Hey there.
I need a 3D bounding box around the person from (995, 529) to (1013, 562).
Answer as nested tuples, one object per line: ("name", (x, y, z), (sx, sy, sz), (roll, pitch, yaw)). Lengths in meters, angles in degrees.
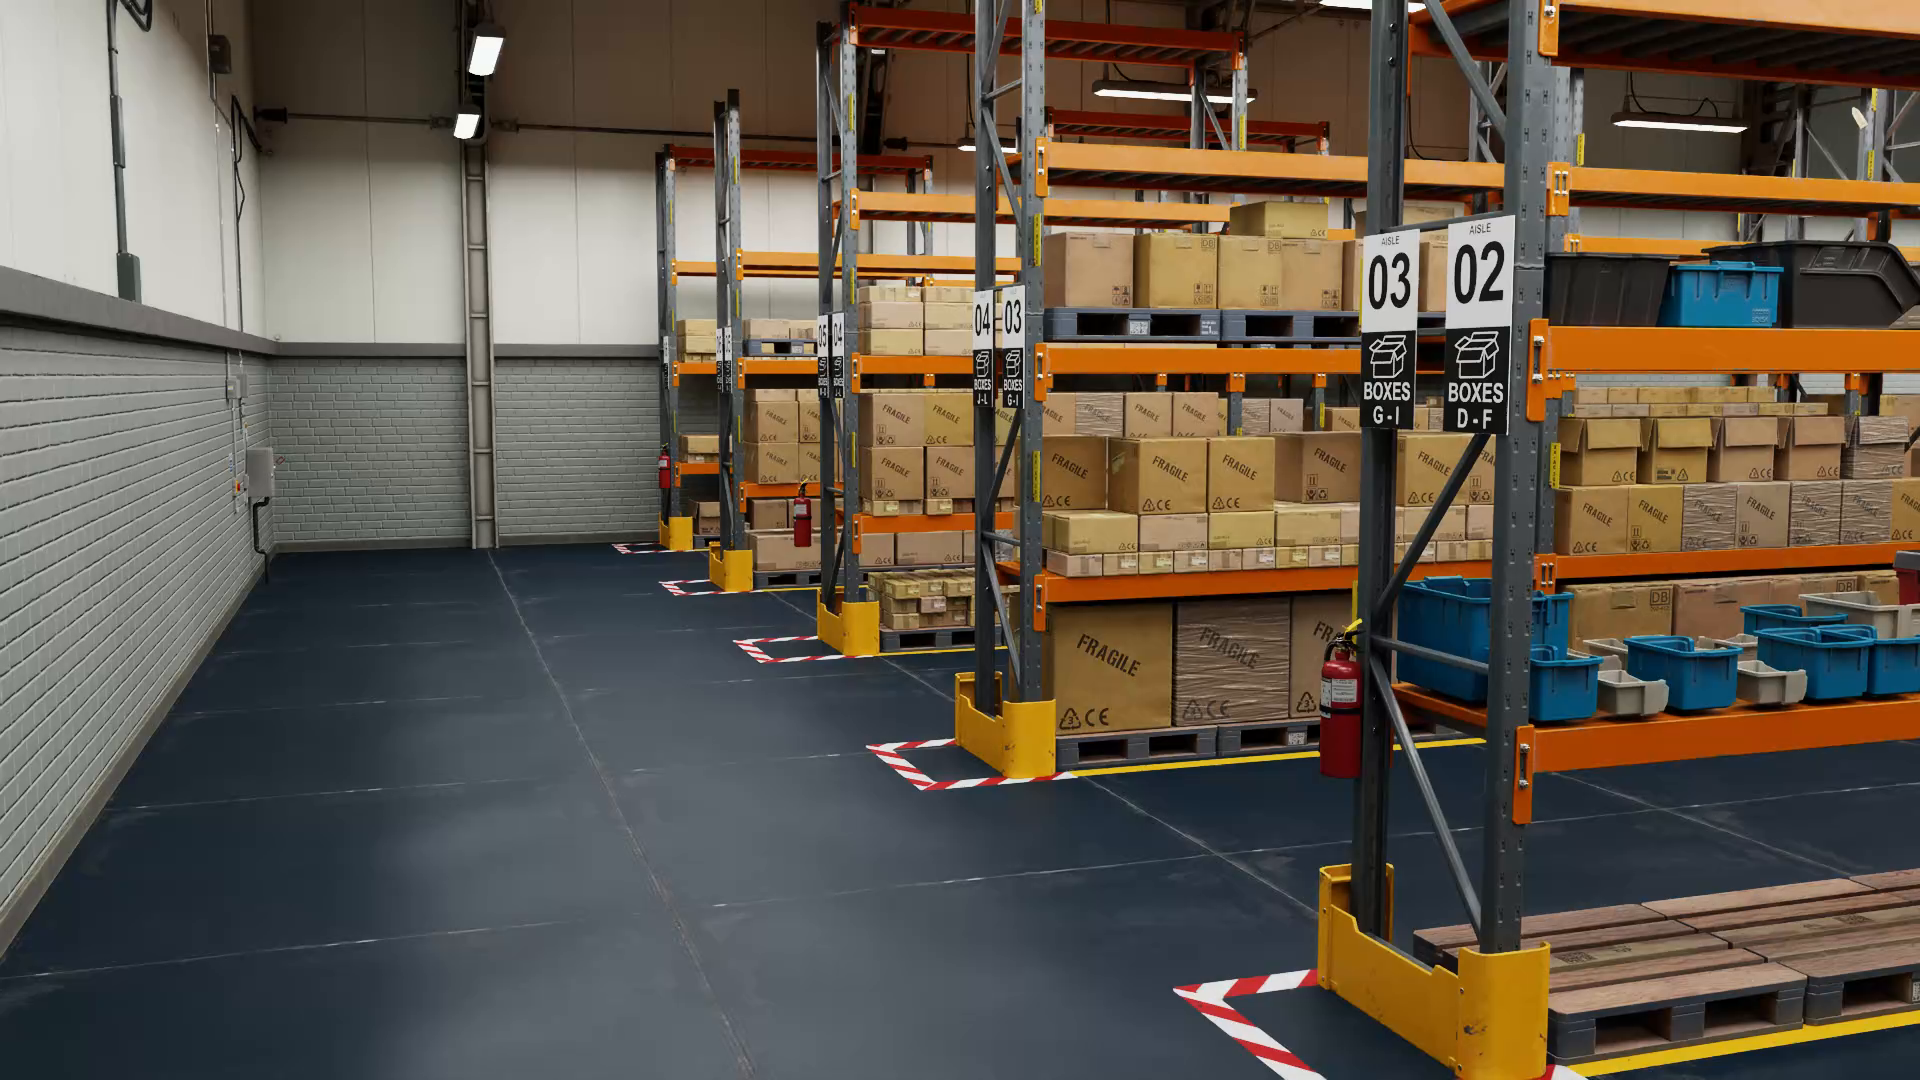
("person", (0.511, -0.191, 19.497), (0.453, 1.778, 0.615), (-2, 6, -22))
